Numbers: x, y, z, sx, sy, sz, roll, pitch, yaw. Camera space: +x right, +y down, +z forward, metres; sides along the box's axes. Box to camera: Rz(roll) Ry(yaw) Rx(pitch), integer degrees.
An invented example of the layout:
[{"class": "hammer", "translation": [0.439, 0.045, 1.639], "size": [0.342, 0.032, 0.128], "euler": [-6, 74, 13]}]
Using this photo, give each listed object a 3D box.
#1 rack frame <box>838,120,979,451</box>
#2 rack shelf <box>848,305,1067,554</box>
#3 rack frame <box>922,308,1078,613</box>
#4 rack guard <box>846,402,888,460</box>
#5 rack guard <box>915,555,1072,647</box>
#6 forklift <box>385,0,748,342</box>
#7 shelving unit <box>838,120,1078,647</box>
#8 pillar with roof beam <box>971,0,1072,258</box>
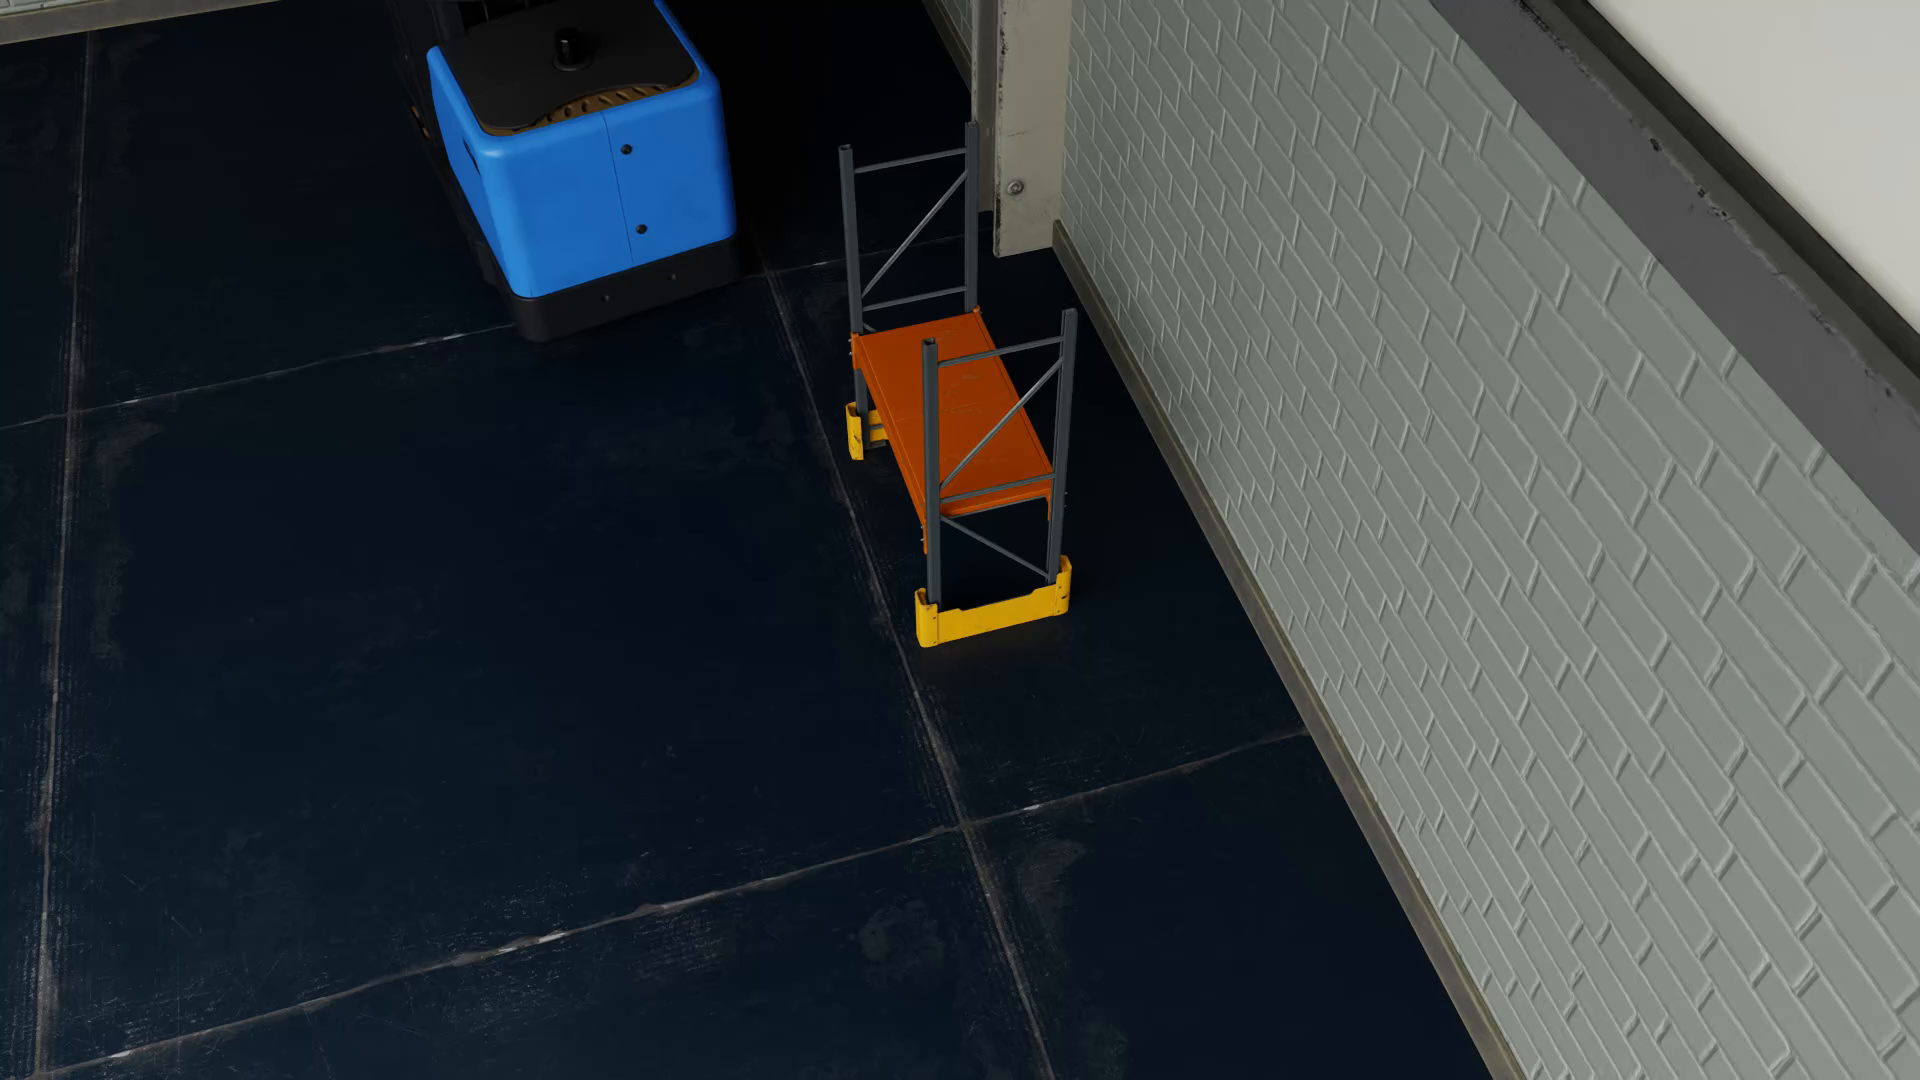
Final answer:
[{"class": "rack frame", "translation": [-0.176, -0.917, 6.332], "size": [0.500, 1.500, 0.032], "euler": [-13, 51, -11]}, {"class": "rack shelf", "translation": [-0.025, -0.430, 6.156], "size": [0.538, 0.185, 1.000], "euler": [-13, 51, -11]}, {"class": "rack frame", "translation": [0.125, -0.174, 5.706], "size": [0.500, 1.500, 0.032], "euler": [-13, 51, -11]}, {"class": "rack guard", "translation": [-0.170, -0.500, 6.798], "size": [0.587, 0.250, 0.087], "euler": [-13, 51, -11]}, {"class": "rack guard", "translation": [0.125, 0.227, 6.184], "size": [0.587, 0.250, 0.087], "euler": [-13, 51, -11]}, {"class": "forklift", "translation": [-2.066, -2.938, 7.099], "size": [1.130, 2.935, 3.031], "euler": [-21, 53, -17]}, {"class": "shelving unit", "translation": [-0.023, -0.539, 6.013], "size": [0.587, 1.500, 1.083], "euler": [-13, 51, -11]}, {"class": "pillar with roof beam", "translation": [-3.858, -3.402, 3.522], "size": [9.100, 9.000, 0.400], "euler": [-13, 51, -11]}]
